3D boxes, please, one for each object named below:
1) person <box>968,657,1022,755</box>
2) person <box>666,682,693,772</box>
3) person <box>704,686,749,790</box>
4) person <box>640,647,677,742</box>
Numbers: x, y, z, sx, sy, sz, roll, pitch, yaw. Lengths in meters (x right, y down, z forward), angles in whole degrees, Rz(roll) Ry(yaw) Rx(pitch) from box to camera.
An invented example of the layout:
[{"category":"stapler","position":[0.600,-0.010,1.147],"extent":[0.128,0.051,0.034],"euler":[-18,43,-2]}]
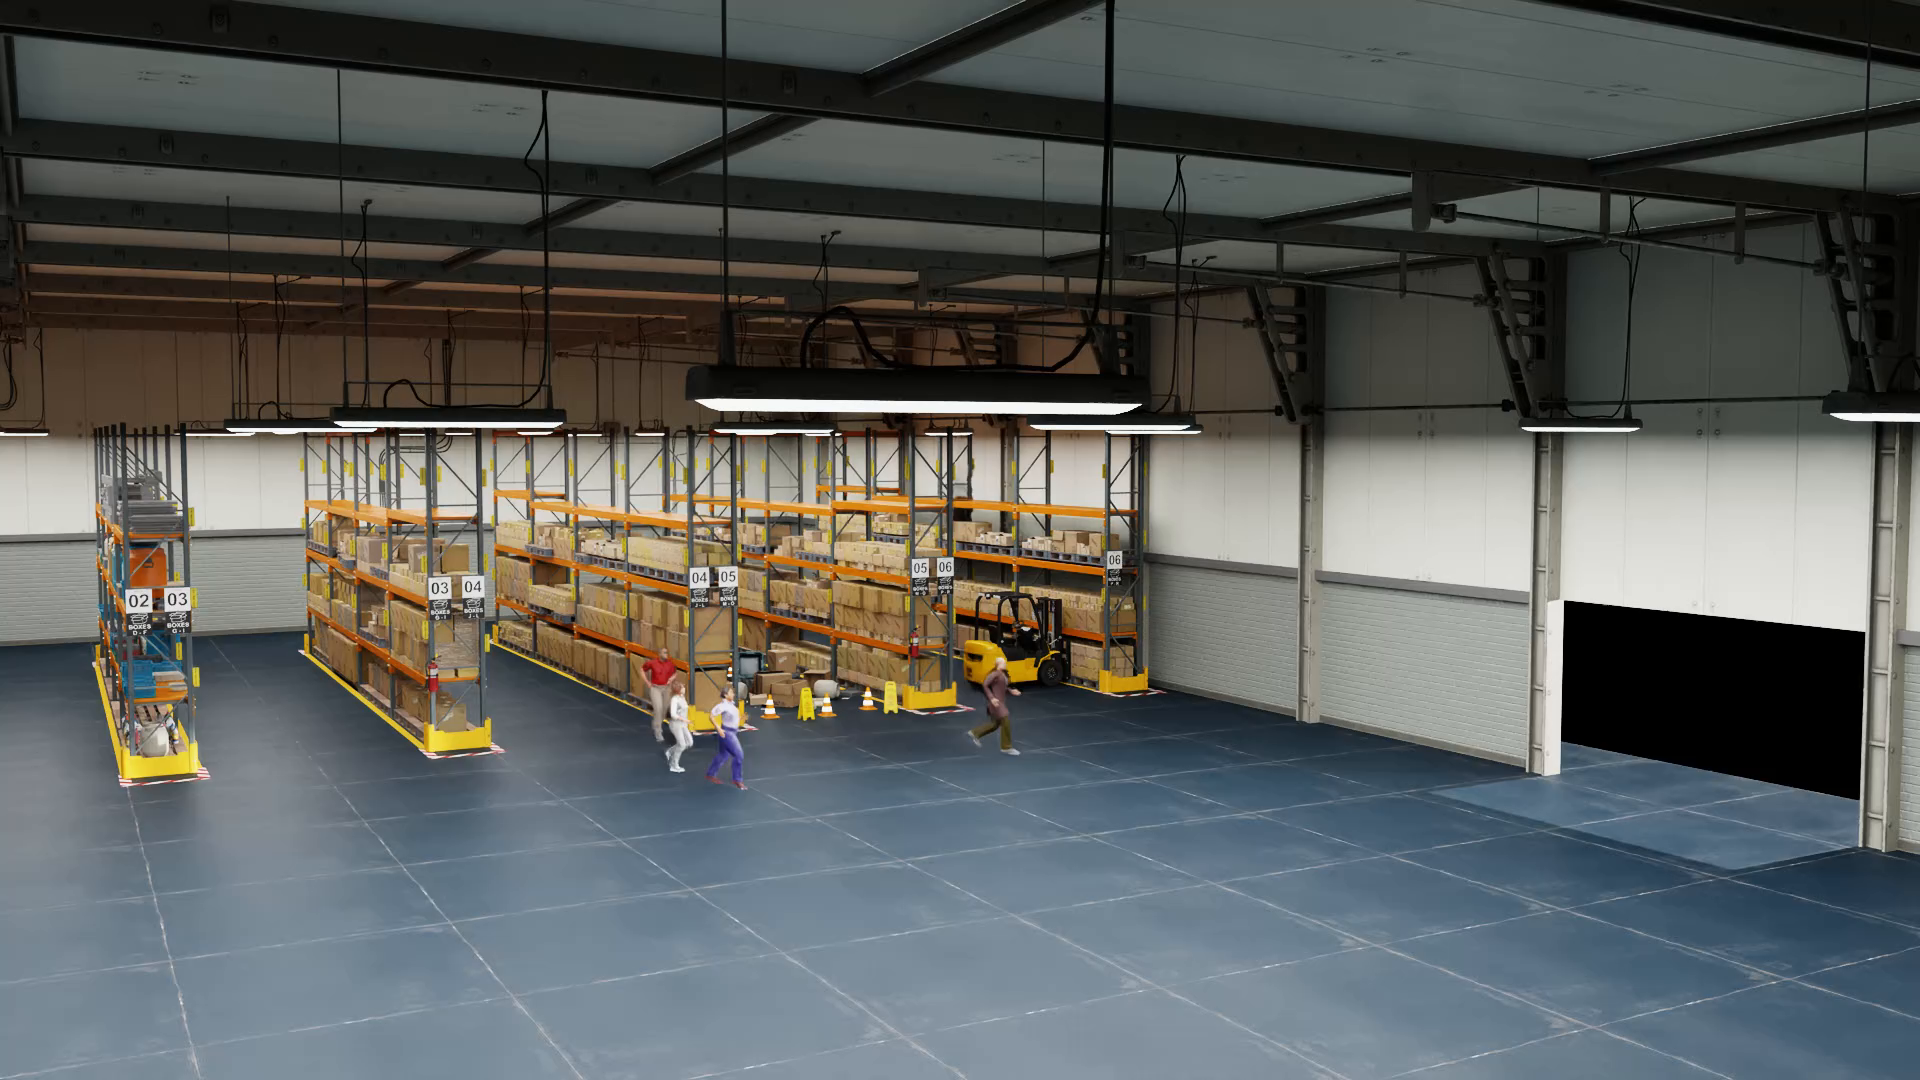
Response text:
[{"category":"person","position":[0.611,3.010,30.280],"extent":[1.008,1.773,0.682],"euler":[1,4,14]},{"category":"person","position":[-4.826,3.208,28.624],"extent":[0.567,1.557,0.584],"euler":[1,4,12]},{"category":"person","position":[-3.832,3.261,27.267],"extent":[0.767,1.690,0.580],"euler":[0,3,0]},{"category":"person","position":[-5.724,2.934,31.946],"extent":[0.666,1.757,0.924],"euler":[-3,4,-40]}]
